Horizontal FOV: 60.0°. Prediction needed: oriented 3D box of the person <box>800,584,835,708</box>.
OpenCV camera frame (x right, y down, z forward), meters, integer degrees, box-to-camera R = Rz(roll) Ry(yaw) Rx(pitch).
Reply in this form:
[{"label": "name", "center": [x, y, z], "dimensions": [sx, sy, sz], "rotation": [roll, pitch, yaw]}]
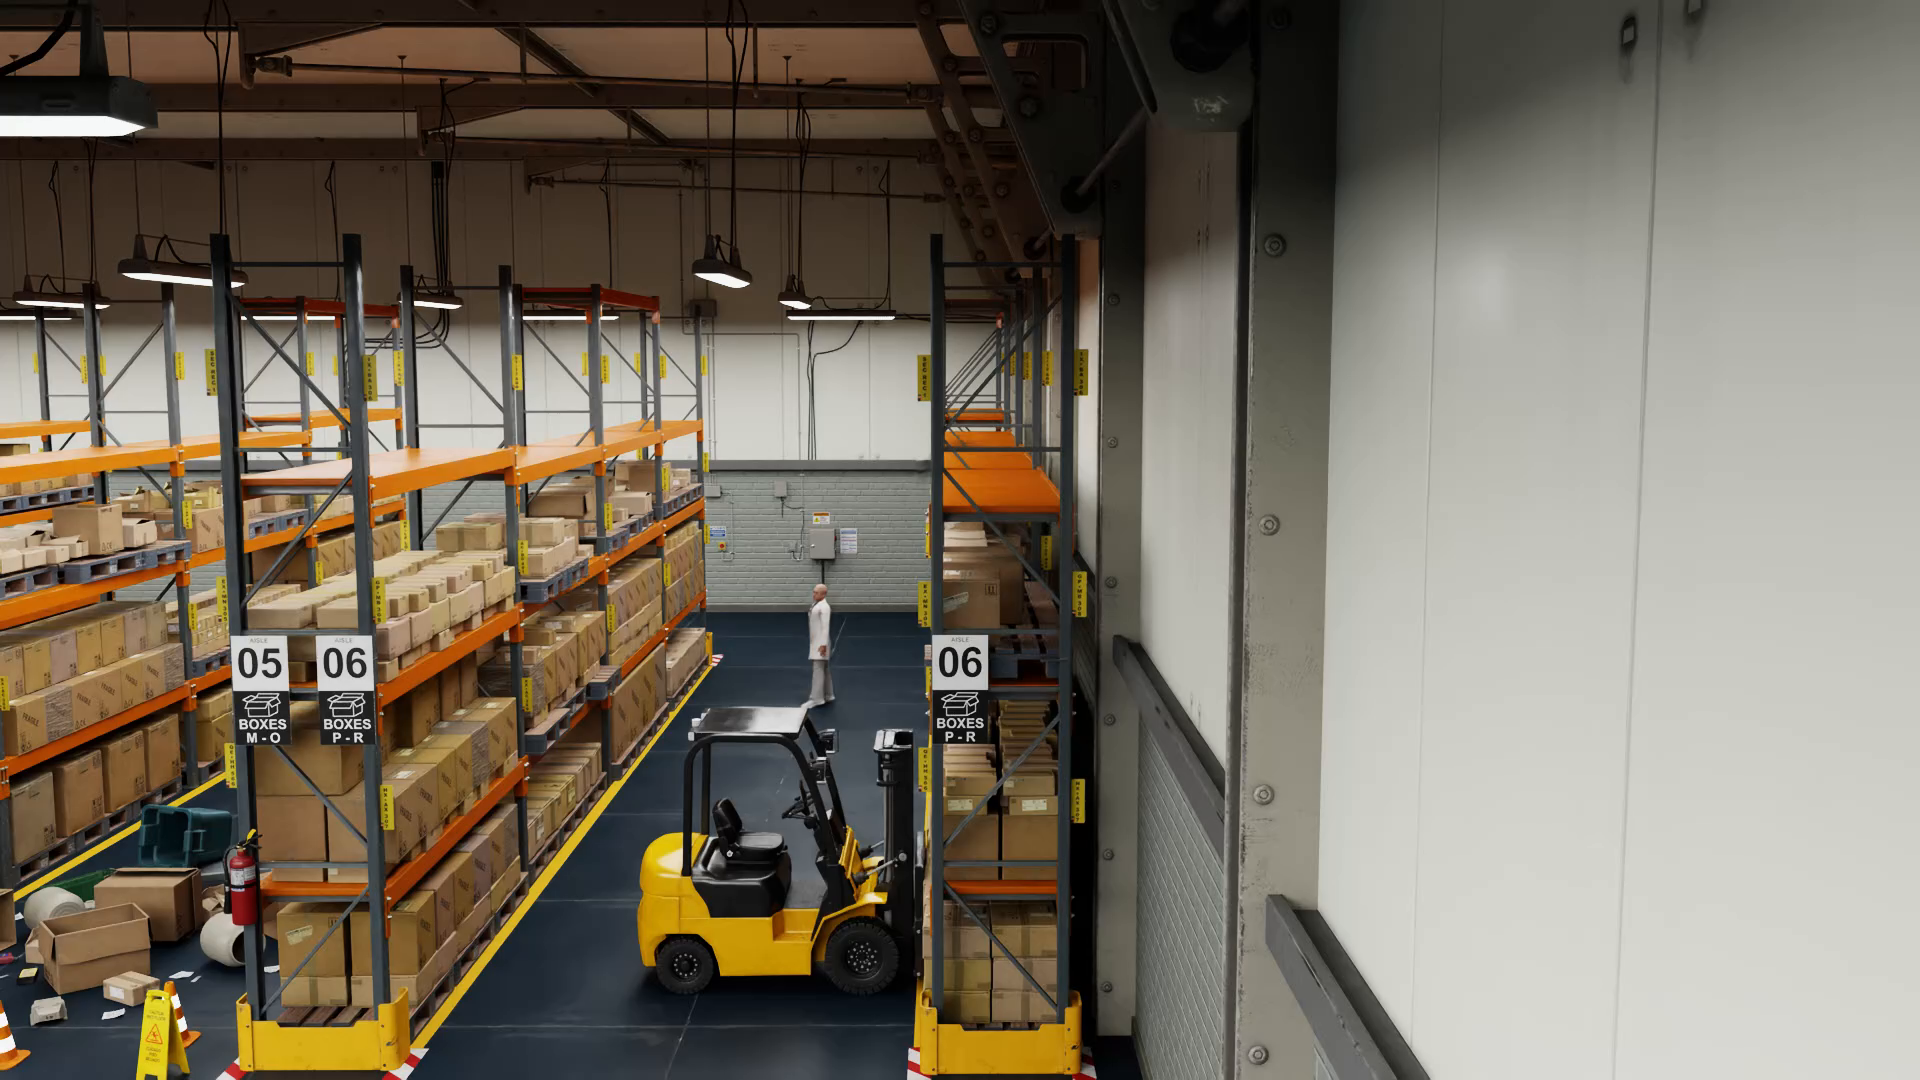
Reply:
[{"label": "person", "center": [-2.132, 1.559, 24.701], "dimensions": [0.559, 1.813, 0.594], "rotation": [-1, 6, -13]}]
